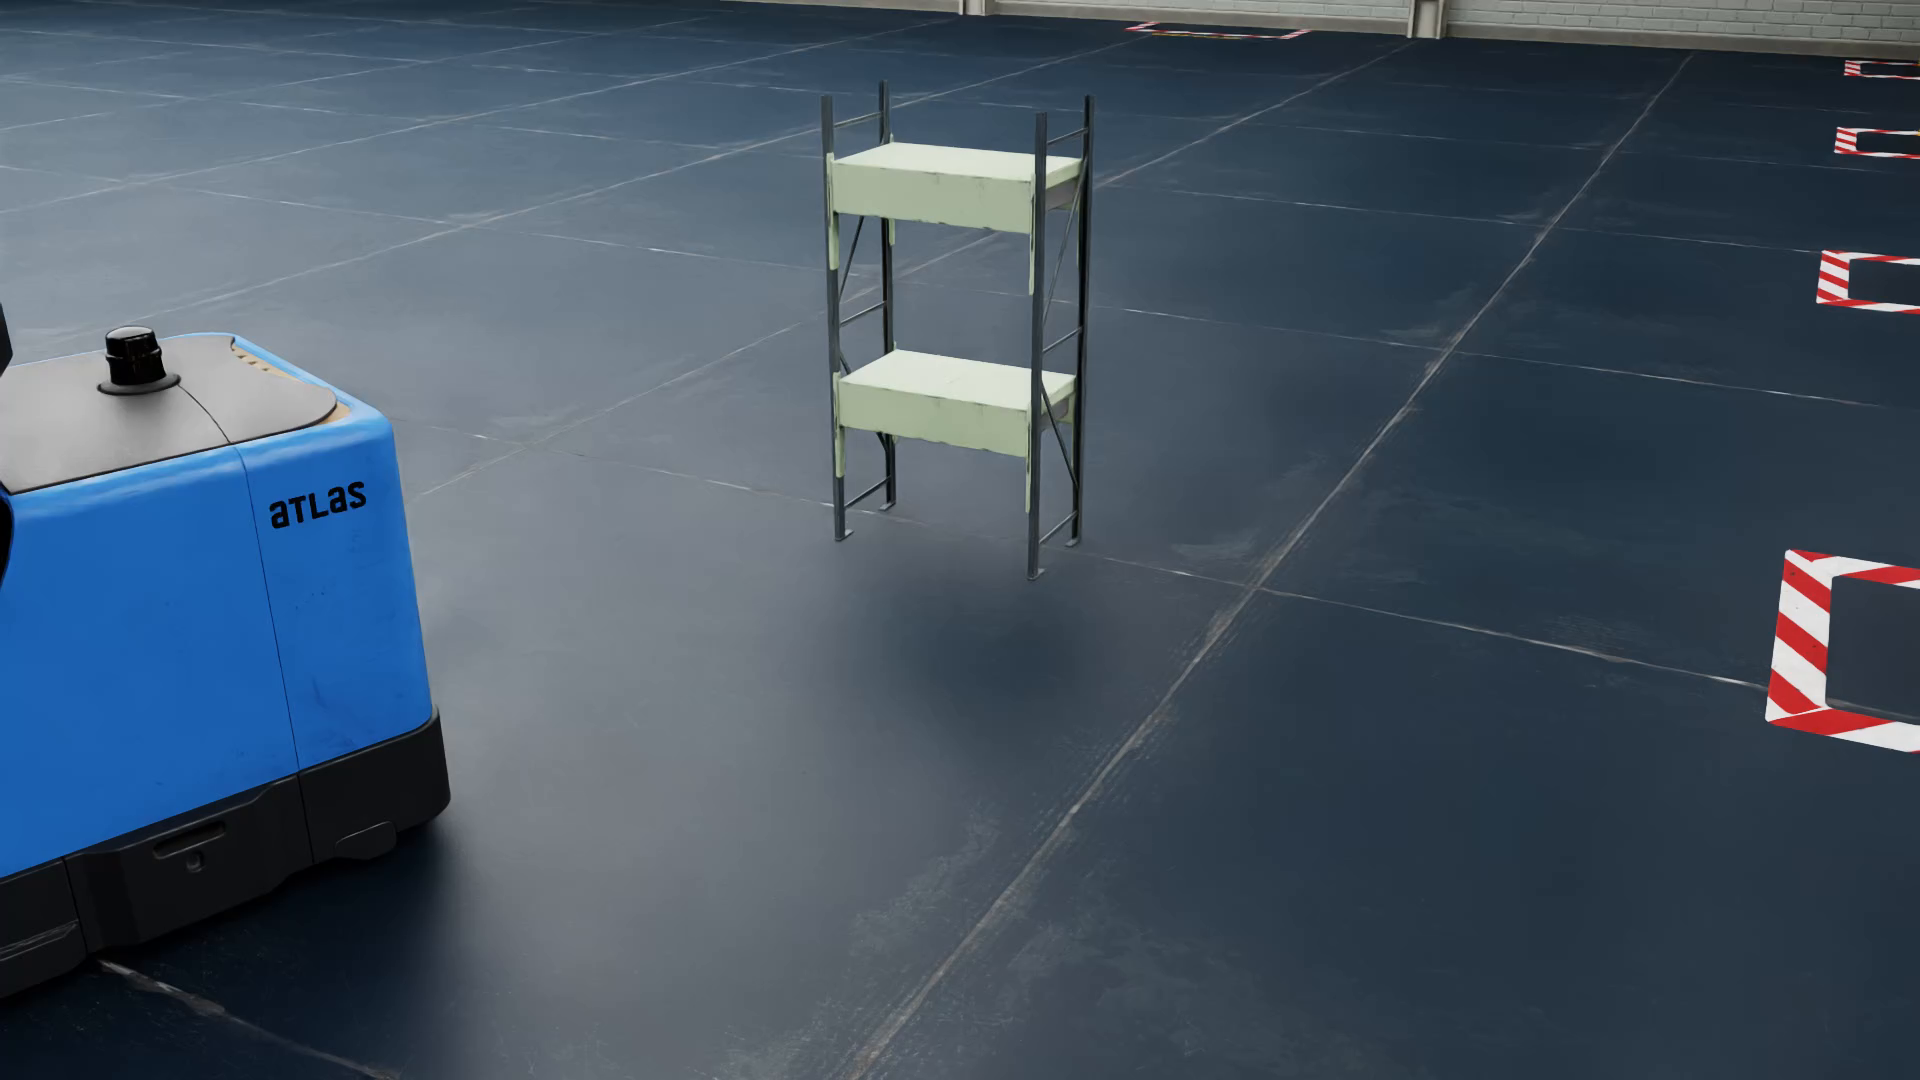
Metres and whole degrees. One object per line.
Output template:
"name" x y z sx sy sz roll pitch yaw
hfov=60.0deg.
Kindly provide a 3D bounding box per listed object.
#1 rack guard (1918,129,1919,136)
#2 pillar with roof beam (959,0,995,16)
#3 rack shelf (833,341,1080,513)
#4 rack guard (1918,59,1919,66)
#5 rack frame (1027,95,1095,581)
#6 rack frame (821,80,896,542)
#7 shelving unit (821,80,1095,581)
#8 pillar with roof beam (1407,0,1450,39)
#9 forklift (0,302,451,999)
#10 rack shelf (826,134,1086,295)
"rack guard" 7.671 -3.294 12.856 0.348 0.500 1.175 11 25 25
"pillar with roof beam" -1.712 -9.725 17.119 0.400 9.000 9.100 11 25 25
"rack shelf" -0.006 -0.391 5.587 0.720 0.370 0.431 11 25 25
"rack guard" 9.992 -5.007 16.884 0.348 0.500 1.175 11 25 25
"rack frame" 0.321 -0.627 5.307 0.023 1.500 0.400 11 25 25
"rack frame" -0.333 -0.756 5.611 0.023 1.500 0.400 11 25 25
"shelving unit" -0.006 -0.691 5.459 0.755 1.500 0.431 11 25 25
"pillar with roof beam" 3.643 -8.666 14.628 0.400 9.000 9.100 11 25 25
"forklift" -2.671 -0.386 2.913 3.031 2.935 1.130 -20 30 -39
"rack shelf" -0.006 -1.050 5.307 0.720 0.370 0.431 11 25 25
